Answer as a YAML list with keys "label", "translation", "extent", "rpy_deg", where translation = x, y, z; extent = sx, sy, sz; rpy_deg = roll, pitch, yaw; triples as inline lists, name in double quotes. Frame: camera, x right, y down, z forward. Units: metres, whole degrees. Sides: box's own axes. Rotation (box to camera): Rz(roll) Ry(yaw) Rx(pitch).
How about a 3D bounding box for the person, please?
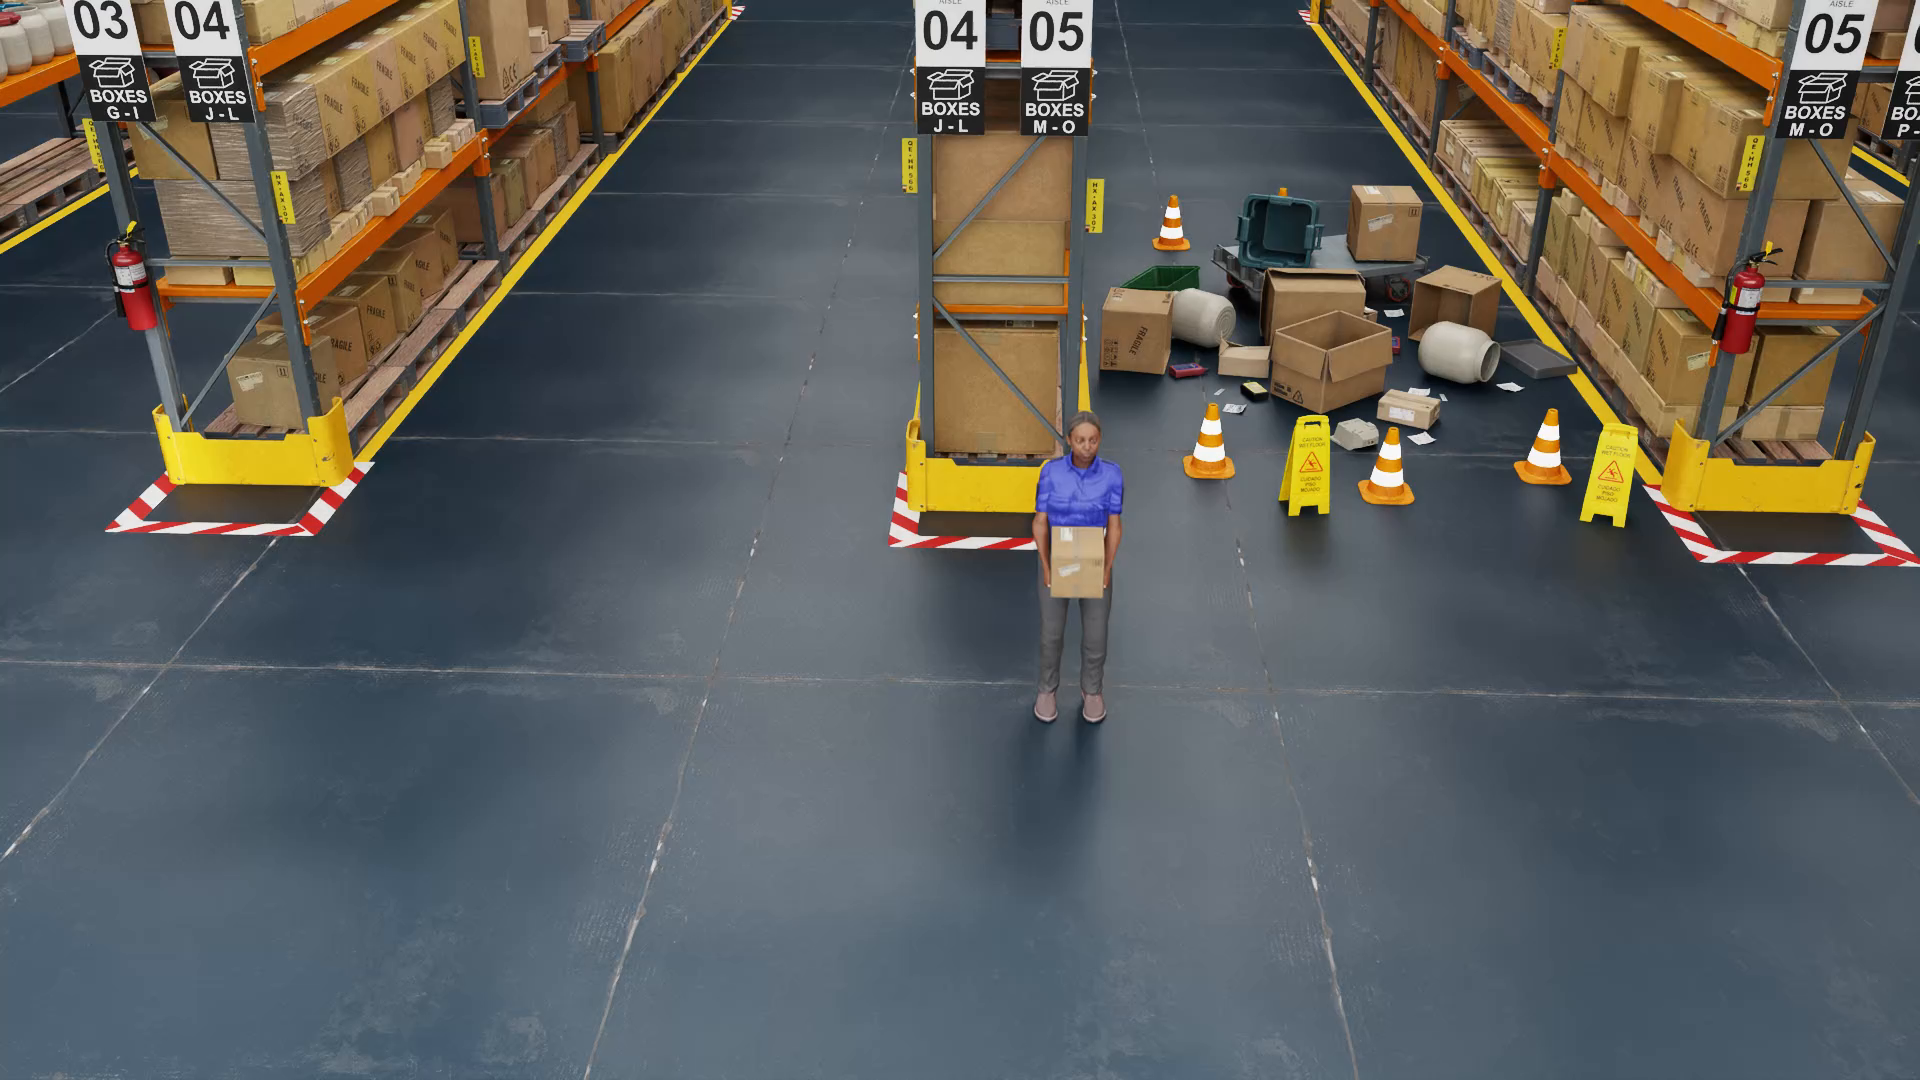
- label: "person"
  translation: [0.580, 0.178, 8.306]
  extent: [0.450, 1.645, 0.522]
  rpy_deg: [1, 28, 2]
